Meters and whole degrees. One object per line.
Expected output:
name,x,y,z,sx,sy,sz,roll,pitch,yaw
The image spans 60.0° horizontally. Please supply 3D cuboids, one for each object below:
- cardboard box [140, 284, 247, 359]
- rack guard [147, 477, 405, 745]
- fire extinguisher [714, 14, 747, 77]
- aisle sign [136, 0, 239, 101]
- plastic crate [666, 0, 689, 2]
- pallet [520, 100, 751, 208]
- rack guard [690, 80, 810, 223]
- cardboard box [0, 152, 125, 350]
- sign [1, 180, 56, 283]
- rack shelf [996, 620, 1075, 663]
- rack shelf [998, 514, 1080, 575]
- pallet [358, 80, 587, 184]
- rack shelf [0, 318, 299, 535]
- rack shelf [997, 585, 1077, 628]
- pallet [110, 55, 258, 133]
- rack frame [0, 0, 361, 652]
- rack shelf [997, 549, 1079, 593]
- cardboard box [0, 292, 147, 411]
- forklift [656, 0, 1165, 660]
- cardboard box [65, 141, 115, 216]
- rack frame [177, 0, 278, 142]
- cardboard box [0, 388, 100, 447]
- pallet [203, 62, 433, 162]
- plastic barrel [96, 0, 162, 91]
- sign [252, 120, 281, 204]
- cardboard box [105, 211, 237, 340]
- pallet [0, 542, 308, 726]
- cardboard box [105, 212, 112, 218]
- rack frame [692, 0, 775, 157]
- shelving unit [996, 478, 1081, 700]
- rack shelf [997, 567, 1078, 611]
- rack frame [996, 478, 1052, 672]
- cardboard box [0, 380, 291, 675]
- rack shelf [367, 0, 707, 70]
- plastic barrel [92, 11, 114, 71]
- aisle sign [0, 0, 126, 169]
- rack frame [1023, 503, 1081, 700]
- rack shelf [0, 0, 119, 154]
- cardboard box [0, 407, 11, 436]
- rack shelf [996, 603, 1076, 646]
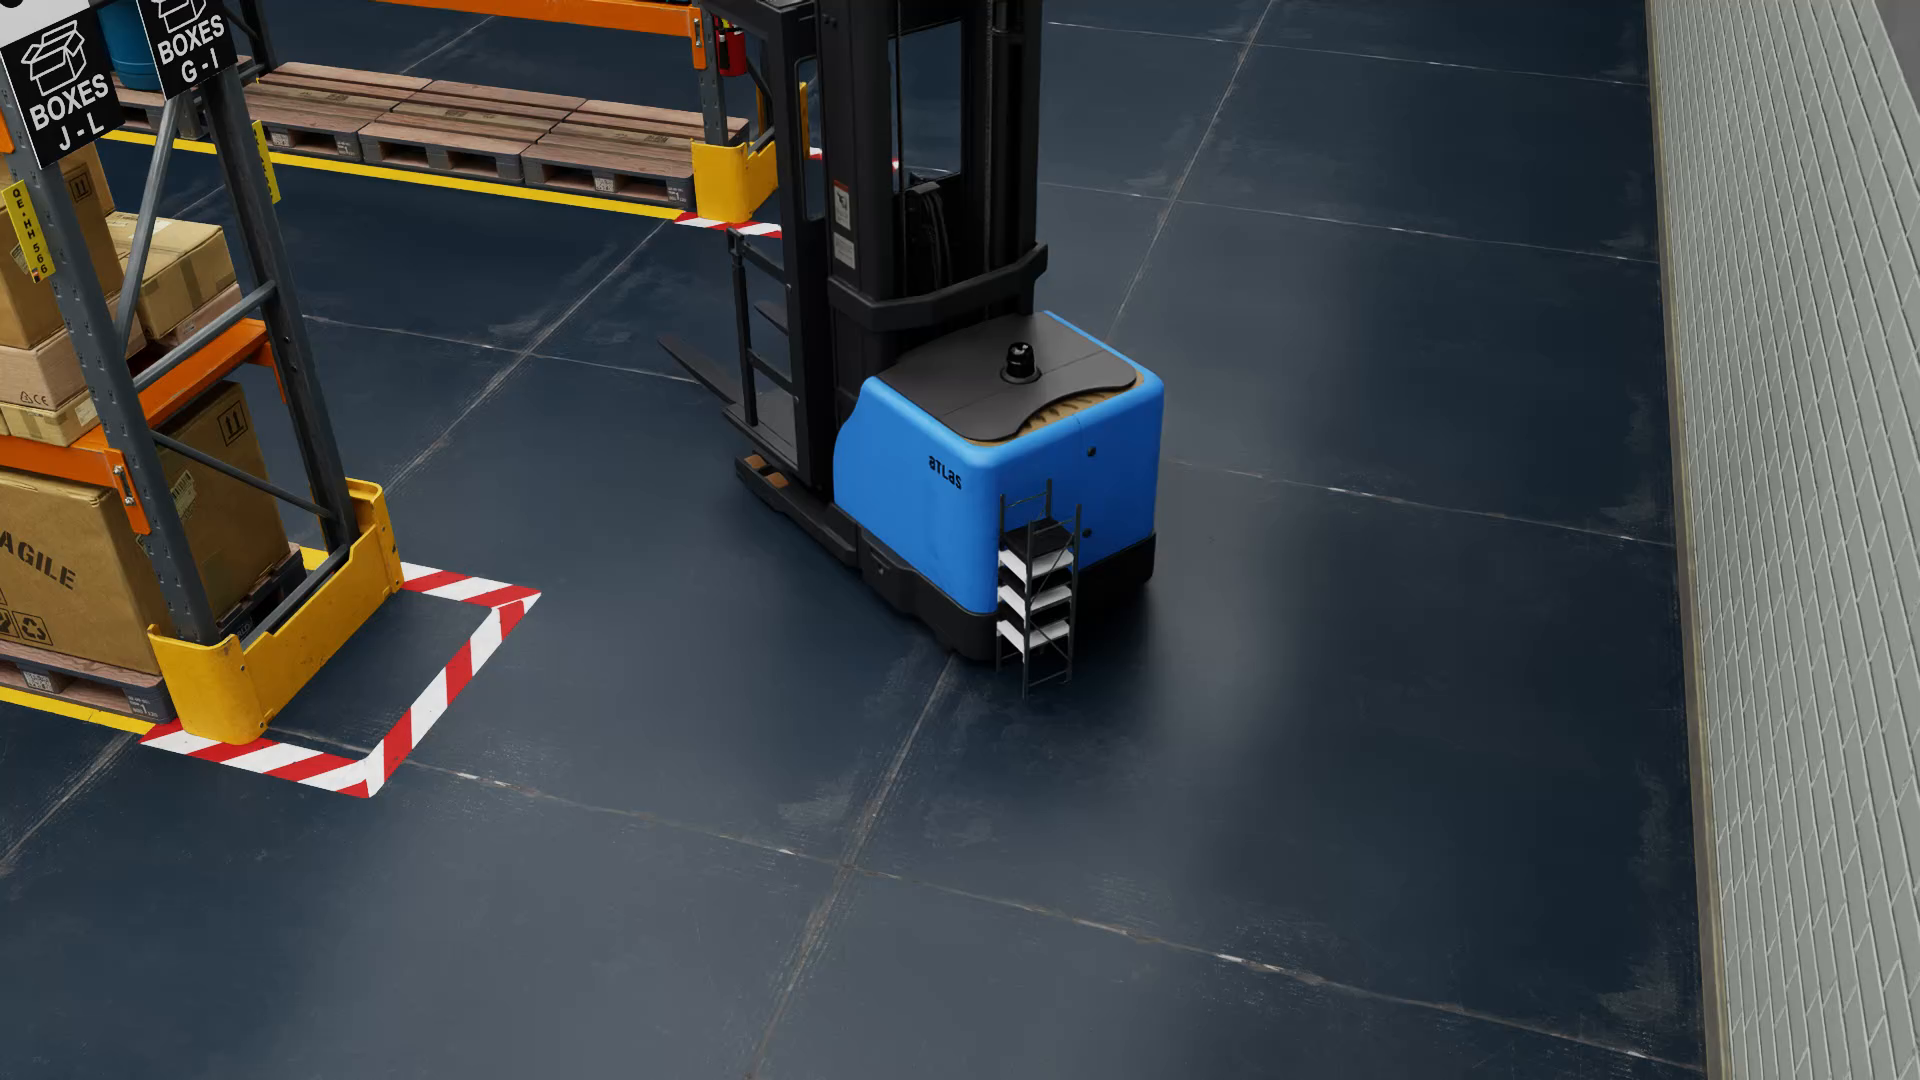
cardboard box,-3.087,-0.892,6.644,0.250,0.149,0.380,11,38,14
rack guard,-2.824,0.267,6.965,0.348,0.500,1.175,10,38,14
fire extinguisher,-1.361,-3.081,9.786,0.183,0.674,0.296,10,38,14
aisle sign,-2.688,-1.948,5.673,0.004,0.787,0.394,10,38,14
plastic crate,-1.745,-3.538,9.946,0.499,0.435,0.616,10,38,14
pallet,-2.145,-2.591,11.092,1.213,0.211,1.003,10,38,14
rack guard,-1.343,-2.543,10.783,0.348,0.500,1.175,10,38,14
cardboard box,-3.390,-1.043,5.879,0.500,0.500,0.500,11,38,14
sign,-3.022,-1.001,5.403,0.005,0.325,0.100,10,38,14
rack shelf,0.309,0.379,6.834,0.258,0.077,0.200,-20,41,-25
rack shelf,0.311,0.016,6.569,0.258,0.077,0.200,-20,41,-25
pallet,-3.306,-2.808,11.387,1.213,0.211,1.003,10,38,14
rack shelf,-4.756,-0.808,6.924,4.000,0.370,1.077,10,38,14
rack shelf,0.310,0.234,6.728,0.258,0.077,0.200,-20,41,-25
pallet,-5.912,-3.290,12.042,1.213,0.211,1.003,10,38,14
rack frame,-2.847,-0.744,6.230,0.127,3.000,1.000,10,38,14
rack shelf,0.311,0.089,6.622,0.258,0.077,0.200,-20,41,-25
cardboard box,-3.388,-0.739,6.099,0.500,0.250,0.500,10,38,13
forklift,-0.433,-1.495,7.309,1.130,2.935,3.031,-24,43,-29
cardboard box,-3.702,-1.431,6.407,0.500,0.500,0.500,10,37,13
rack frame,-5.188,-4.253,10.998,0.127,3.000,1.000,10,38,14
cardboard box,-3.285,-0.519,6.137,0.250,0.149,0.380,11,38,15
pallet,-4.474,-3.022,11.678,1.213,0.211,1.003,10,38,14
plastic barrel,-5.702,-3.683,11.640,0.708,0.901,0.600,10,38,14
sign,-2.675,-1.437,6.375,0.005,0.325,0.100,10,38,14
cardboard box,-3.224,-1.041,6.509,0.500,0.250,0.500,10,37,13
pallet,-3.633,0.282,7.189,1.213,0.211,1.003,10,38,14
cardboard box,-3.722,-1.129,6.629,0.500,0.250,0.500,10,38,13
rack frame,-1.370,-3.546,10.038,0.127,3.000,1.000,10,38,14
shelving unit,0.310,0.207,6.708,0.258,0.900,0.210,-20,41,-25
rack shelf,0.311,0.161,6.675,0.258,0.077,0.200,-20,41,-25
rack frame,0.257,0.156,6.778,0.240,0.900,0.006,-20,41,-25
cardboard box,-3.481,-0.125,6.828,0.875,0.875,0.875,10,38,14
rack shelf,-3.279,-3.610,10.731,4.000,0.370,1.077,10,38,14
plastic barrel,-6.378,-3.808,11.810,0.708,0.901,0.600,10,38,14
aisle sign,-2.867,-1.608,5.212,0.004,0.787,0.394,10,38,14
rack frame,0.363,0.258,6.639,0.240,0.900,0.006,-20,41,-25
rack shelf,-4.756,-2.016,6.035,4.000,0.370,1.077,10,38,14
cardboard box,-3.533,-0.564,6.198,0.250,0.149,0.380,11,38,14
rack shelf,0.310,0.306,6.781,0.258,0.077,0.200,-20,41,-25
